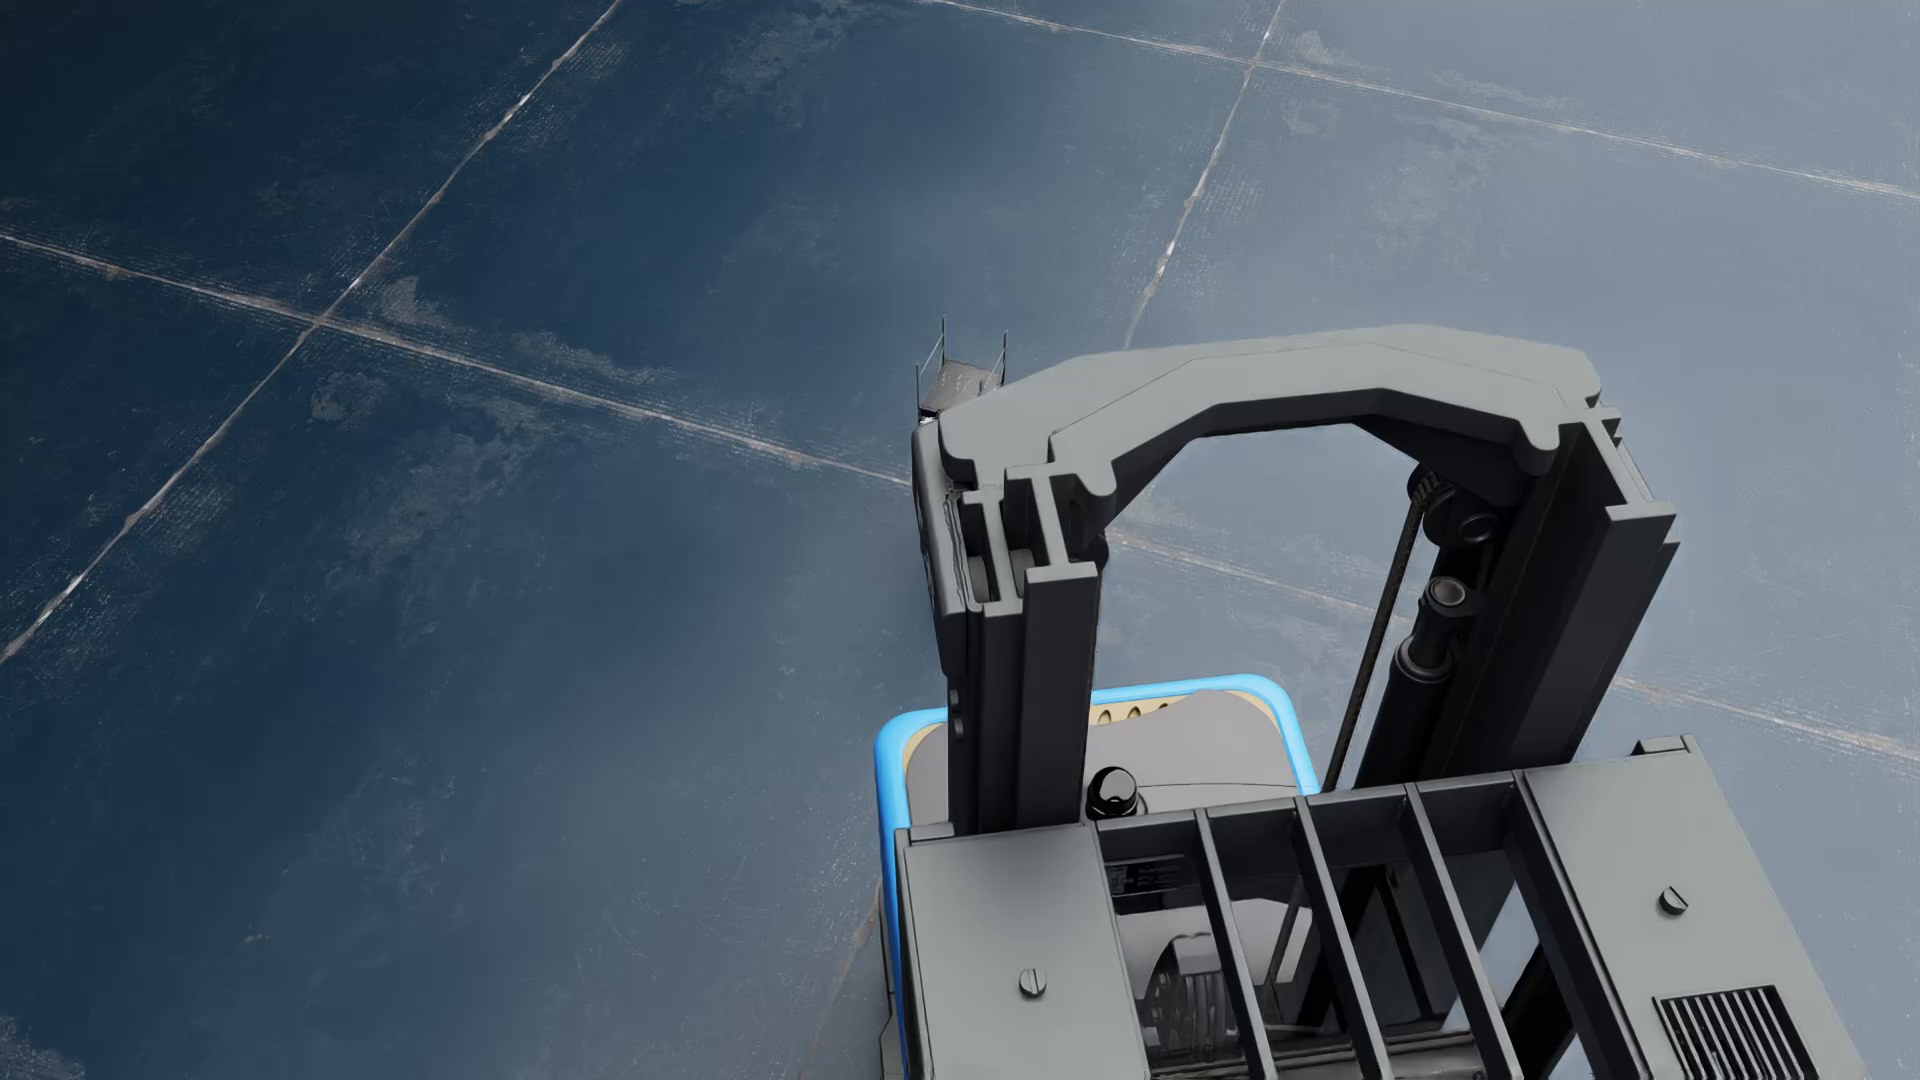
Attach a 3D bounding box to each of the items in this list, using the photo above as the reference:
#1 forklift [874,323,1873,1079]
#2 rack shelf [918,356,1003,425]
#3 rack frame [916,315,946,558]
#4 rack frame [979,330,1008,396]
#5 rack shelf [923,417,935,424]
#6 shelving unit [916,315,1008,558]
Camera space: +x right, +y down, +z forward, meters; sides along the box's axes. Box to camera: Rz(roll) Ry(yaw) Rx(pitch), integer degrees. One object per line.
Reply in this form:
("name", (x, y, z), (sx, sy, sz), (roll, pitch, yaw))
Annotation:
("forklift", (0.492, 1.217, 2.756), (1.130, 2.935, 3.031), (-6, 49, -5))
("rack shelf", (0.008, -0.448, 5.229), (0.200, 0.077, 0.258), (16, 51, 13))
("rack frame", (-0.088, -0.319, 5.431), (0.006, 0.900, 0.240), (16, 51, 13))
("rack frame", (0.103, -0.266, 5.385), (0.006, 0.900, 0.240), (16, 51, 13))
("rack shelf", (0.008, -0.389, 5.297), (0.200, 0.077, 0.258), (16, 51, 13))
("shelving unit", (0.008, -0.293, 5.408), (0.210, 0.900, 0.258), (16, 51, 13))
